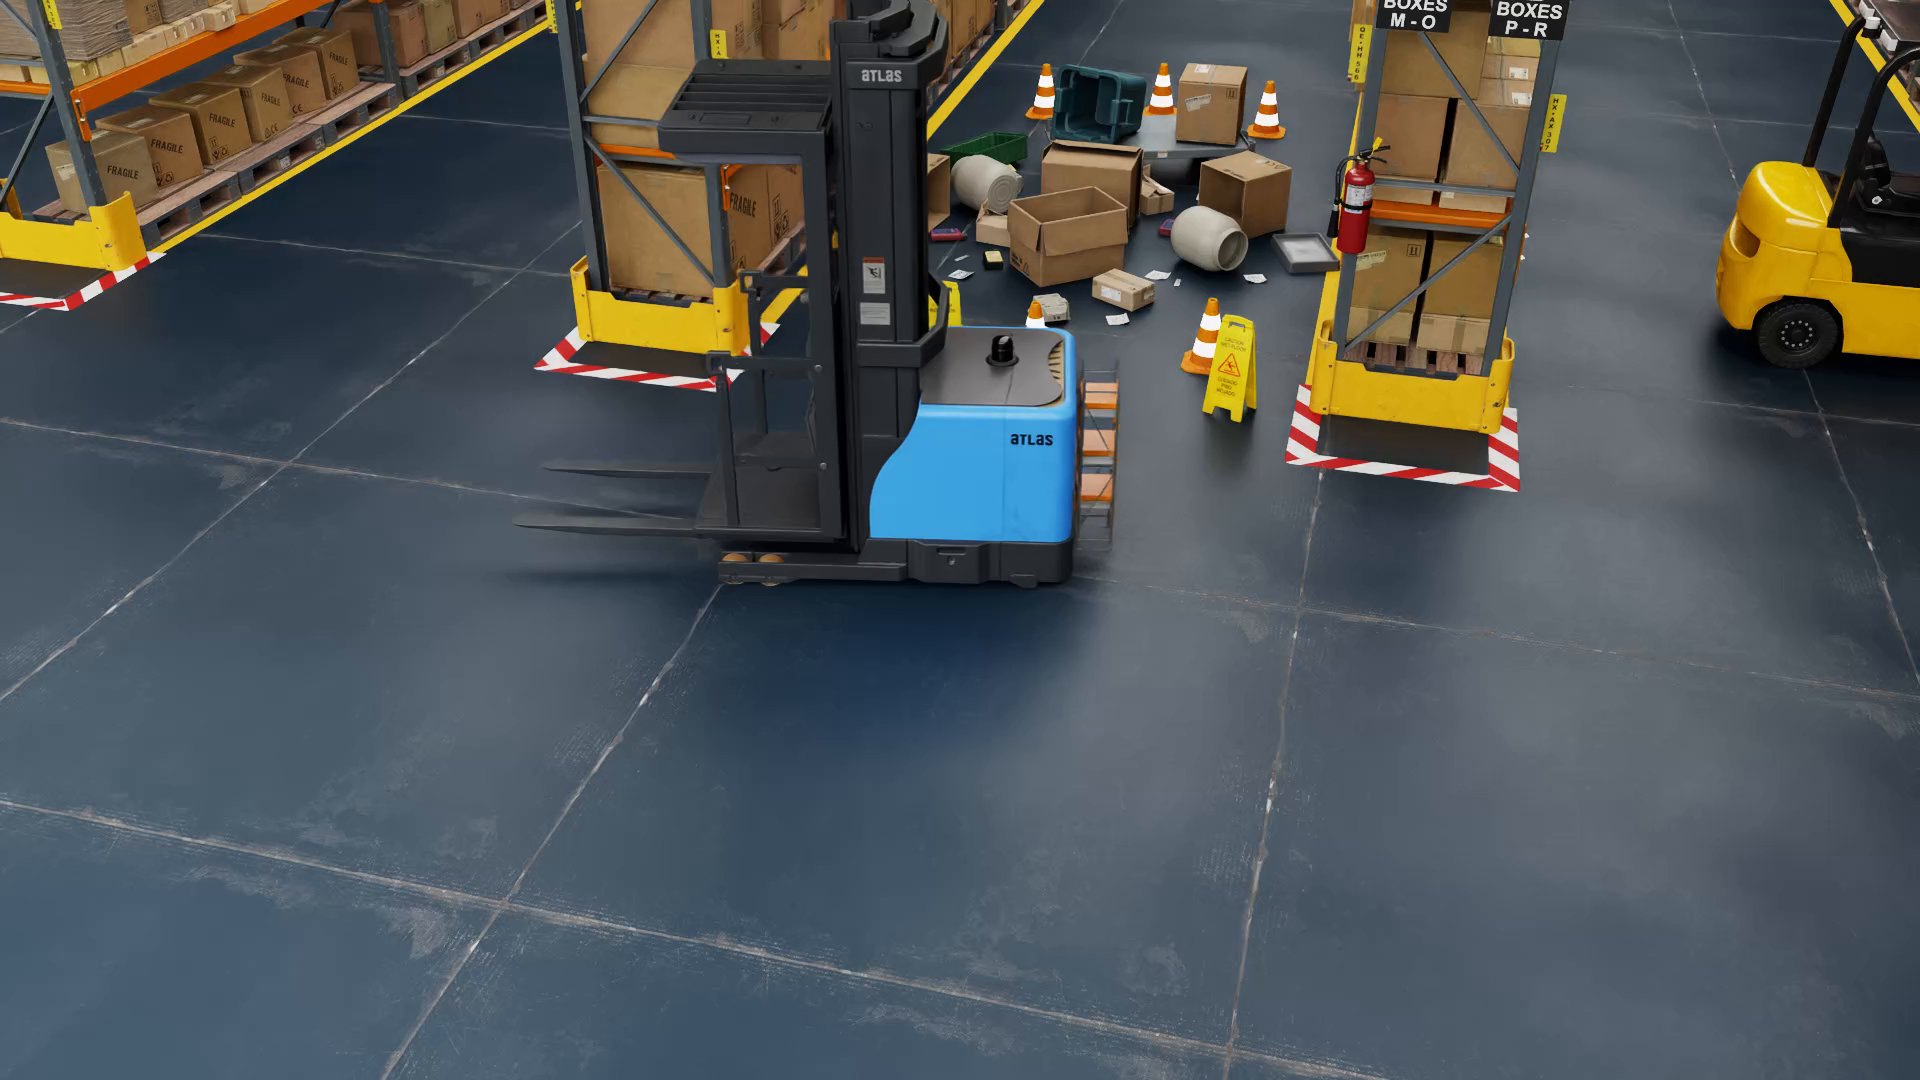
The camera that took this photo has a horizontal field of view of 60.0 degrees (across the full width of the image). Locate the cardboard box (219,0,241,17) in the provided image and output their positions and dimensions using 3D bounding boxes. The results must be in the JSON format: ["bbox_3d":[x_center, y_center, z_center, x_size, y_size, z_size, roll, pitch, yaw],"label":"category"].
[{"bbox_3d":[-6.080,-4.315,13.476,0.380,0.149,0.250,8,33,12],"label":"cardboard box"}]

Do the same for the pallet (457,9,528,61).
[{"bbox_3d":[-5.274,-5.331,17.439,1.003,0.211,1.213,8,33,12],"label":"pallet"}]

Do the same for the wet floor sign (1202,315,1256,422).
[{"bbox_3d":[1.710,-1.097,10.374,0.267,0.644,0.232,20,38,29],"label":"wet floor sign"}]

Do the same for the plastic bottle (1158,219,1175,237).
[{"bbox_3d":[1.667,-2.465,13.070,0.133,0.061,0.283,14,35,21],"label":"plastic bottle"}]

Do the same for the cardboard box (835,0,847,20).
[{"bbox_3d":[-1.205,-4.322,13.113,0.875,0.550,0.550,8,33,12],"label":"cardboard box"}]

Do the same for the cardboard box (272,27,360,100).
[{"bbox_3d":[-5.918,-4.389,15.296,0.500,0.500,0.500,7,33,11],"label":"cardboard box"}]

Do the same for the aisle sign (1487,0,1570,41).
[{"bbox_3d":[3.077,-3.066,8.854,0.394,0.787,0.004,8,33,12],"label":"aisle sign"}]

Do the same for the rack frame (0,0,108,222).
[{"bbox_3d":[-6.793,-3.393,11.791,1.000,3.000,0.127,8,33,12],"label":"rack frame"}]

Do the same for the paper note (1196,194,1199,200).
[{"bbox_3d":[2.023,-2.823,13.663,0.148,0.019,0.142,8,33,12],"label":"paper note"}]

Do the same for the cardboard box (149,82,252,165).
[{"bbox_3d":[-6.322,-3.474,13.857,0.500,0.500,0.500,11,34,17],"label":"cardboard box"}]

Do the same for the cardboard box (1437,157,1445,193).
[{"bbox_3d":[3.130,-2.219,10.178,0.380,0.149,0.250,9,33,13],"label":"cardboard box"}]

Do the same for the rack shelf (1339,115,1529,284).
[{"bbox_3d":[3.301,-2.778,11.494,1.077,0.370,4.000,8,33,12],"label":"rack shelf"}]

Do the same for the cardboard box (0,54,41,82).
[{"bbox_3d":[-6.920,-3.463,12.135,0.380,0.149,0.250,8,33,12],"label":"cardboard box"}]

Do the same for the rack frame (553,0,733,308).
[{"bbox_3d":[-2.021,-2.665,10.646,1.000,3.000,0.127,8,33,12],"label":"rack frame"}]

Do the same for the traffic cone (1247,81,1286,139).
[{"bbox_3d":[2.769,-3.883,14.926,0.336,0.463,0.334,8,33,12],"label":"traffic cone"}]

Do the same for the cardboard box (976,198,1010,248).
[{"bbox_3d":[0.340,-2.444,12.847,0.396,0.266,0.258,14,35,21],"label":"cardboard box"}]

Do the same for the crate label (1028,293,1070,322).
[{"bbox_3d":[0.634,-1.625,11.679,0.250,0.136,0.298,-8,33,-13],"label":"crate label"}]

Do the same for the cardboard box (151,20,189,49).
[{"bbox_3d":[-6.216,-3.918,12.852,0.380,0.149,0.250,8,33,12],"label":"cardboard box"}]

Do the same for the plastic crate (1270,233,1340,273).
[{"bbox_3d":[2.617,-2.184,12.611,0.402,0.080,0.583,-3,33,-4],"label":"plastic crate"}]

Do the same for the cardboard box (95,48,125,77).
[{"bbox_3d":[-6.408,-3.529,12.240,0.380,0.149,0.250,8,33,12],"label":"cardboard box"}]

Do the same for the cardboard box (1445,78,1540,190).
[{"bbox_3d":[3.182,-2.419,9.889,0.500,0.500,0.500,8,33,12],"label":"cardboard box"}]

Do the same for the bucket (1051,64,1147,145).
[{"bbox_3d":[1.190,-3.616,13.777,0.726,0.611,0.620,20,28,29],"label":"bucket"}]

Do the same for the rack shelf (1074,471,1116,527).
[{"bbox_3d":[0.740,-0.208,9.136,0.215,0.259,0.240,1,32,2],"label":"rack shelf"}]

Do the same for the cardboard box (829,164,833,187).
[{"bbox_3d":[-1.458,-3.236,13.133,0.875,0.875,0.875,8,33,13],"label":"cardboard box"}]

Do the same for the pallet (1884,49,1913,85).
[{"bbox_3d":[9.851,-4.726,16.488,1.003,0.211,1.213,8,33,12],"label":"pallet"}]

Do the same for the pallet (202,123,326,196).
[{"bbox_3d":[-6.221,-3.303,14.249,1.003,0.211,1.213,8,33,12],"label":"pallet"}]

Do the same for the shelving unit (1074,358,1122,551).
[{"bbox_3d":[0.740,-0.451,8.981,0.215,1.050,0.252,1,32,2],"label":"shelving unit"}]

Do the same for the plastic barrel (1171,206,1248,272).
[{"bbox_3d":[1.853,-2.234,12.370,0.421,0.421,0.512,-21,38,-29],"label":"plastic barrel"}]

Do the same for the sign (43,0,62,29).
[{"bbox_3d":[-6.268,-3.684,11.442,0.100,0.325,0.005,8,33,12],"label":"sign"}]

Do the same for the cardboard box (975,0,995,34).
[{"bbox_3d":[-0.232,-5.740,17.189,1.050,0.750,0.750,8,33,12],"label":"cardboard box"}]

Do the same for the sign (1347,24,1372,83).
[{"bbox_3d":[2.261,-2.751,9.408,0.100,0.325,0.005,8,33,12],"label":"sign"}]

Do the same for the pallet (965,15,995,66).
[{"bbox_3d":[-0.263,-5.241,17.297,1.003,0.211,1.213,8,33,12],"label":"pallet"}]

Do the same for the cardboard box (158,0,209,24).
[{"bbox_3d":[-6.447,-4.371,12.960,0.875,0.500,0.500,8,33,12],"label":"cardboard box"}]

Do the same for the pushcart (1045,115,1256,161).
[{"bbox_3d":[1.590,-3.297,14.084,1.648,0.377,0.936,-3,33,-4],"label":"pushcart"}]

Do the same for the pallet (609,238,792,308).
[{"bbox_3d":[-1.893,-1.914,12.064,1.003,0.211,1.213,8,33,12],"label":"pallet"}]

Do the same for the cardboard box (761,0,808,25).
[{"bbox_3d":[-1.565,-3.941,11.507,0.875,0.550,0.550,8,33,12],"label":"cardboard box"}]

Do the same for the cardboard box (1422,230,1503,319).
[{"bbox_3d":[3.271,-1.770,10.711,0.500,0.500,0.500,7,33,11],"label":"cardboard box"}]

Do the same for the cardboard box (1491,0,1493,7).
[{"bbox_3d":[3.685,-3.485,11.565,0.500,0.500,0.500,9,34,14],"label":"cardboard box"}]

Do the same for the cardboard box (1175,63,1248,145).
[{"bbox_3d":[2.079,-3.611,13.758,0.500,0.500,0.500,8,33,12],"label":"cardboard box"}]

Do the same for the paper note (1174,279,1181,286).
[{"bbox_3d":[1.599,-1.893,12.218,0.032,0.001,0.123,8,33,12],"label":"paper note"}]

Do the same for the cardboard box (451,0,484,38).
[{"bbox_3d":[-5.320,-5.450,16.947,0.700,0.500,0.500,5,33,8],"label":"cardboard box"}]

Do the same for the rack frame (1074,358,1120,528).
[{"bbox_3d":[0.744,-0.517,9.084,0.200,1.050,0.008,1,32,2],"label":"rack frame"}]

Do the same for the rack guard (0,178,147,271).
[{"bbox_3d":[-6.773,-2.377,12.523,1.175,0.500,0.348,8,33,12],"label":"rack guard"}]

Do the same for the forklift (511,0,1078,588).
[{"bbox_3d":[-0.895,-1.273,8.521,3.031,2.935,1.130,2,32,3],"label":"forklift"}]

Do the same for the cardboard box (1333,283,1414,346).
[{"bbox_3d":[2.744,-1.529,11.030,0.500,0.250,0.500,8,33,12],"label":"cardboard box"}]

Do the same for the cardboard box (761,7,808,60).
[{"bbox_3d":[-1.588,-3.489,11.802,0.875,0.550,0.550,8,33,12],"label":"cardboard box"}]
